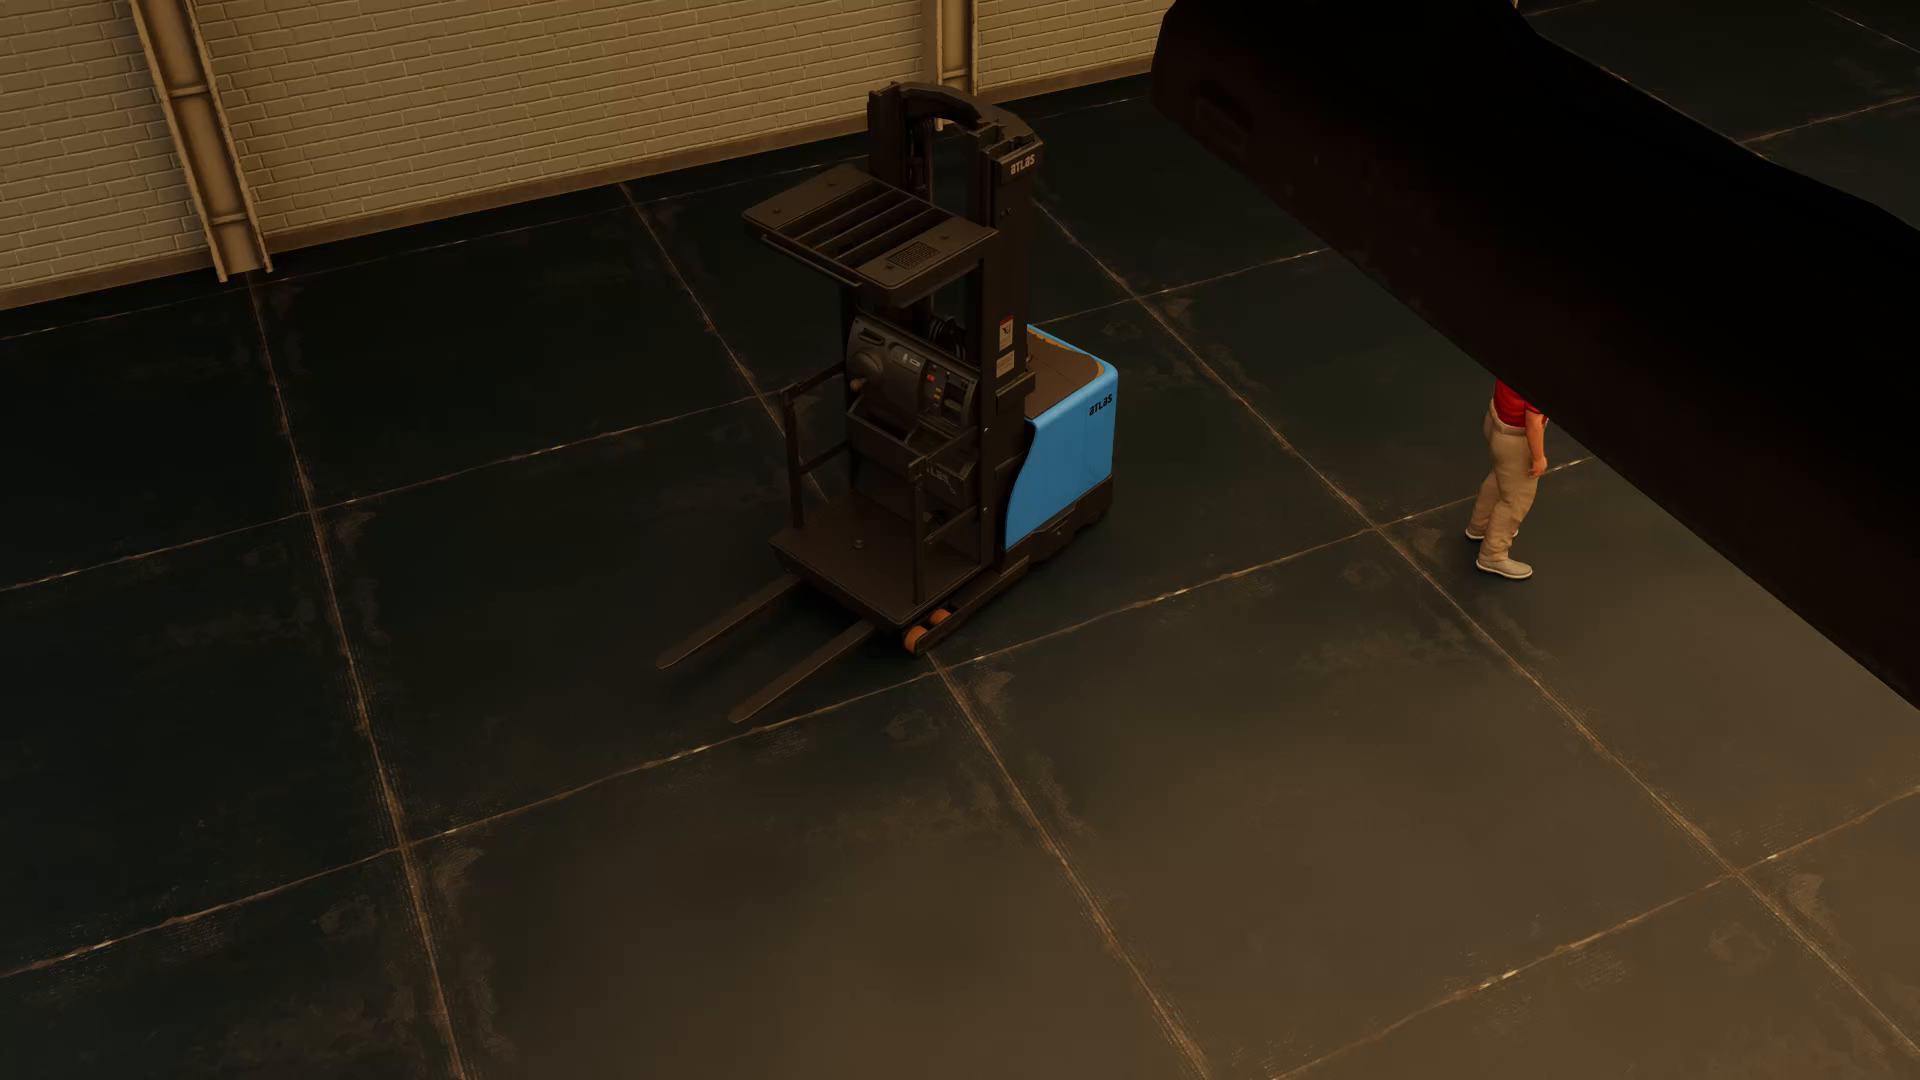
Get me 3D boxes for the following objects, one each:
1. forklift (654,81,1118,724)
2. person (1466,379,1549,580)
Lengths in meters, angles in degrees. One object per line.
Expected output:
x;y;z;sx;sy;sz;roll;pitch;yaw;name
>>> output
-0.413;-0.839;9.021;1.130;2.935;3.031;31;49;31;forklift
3.271;-0.615;9.691;0.391;1.728;0.606;0;40;0;person
